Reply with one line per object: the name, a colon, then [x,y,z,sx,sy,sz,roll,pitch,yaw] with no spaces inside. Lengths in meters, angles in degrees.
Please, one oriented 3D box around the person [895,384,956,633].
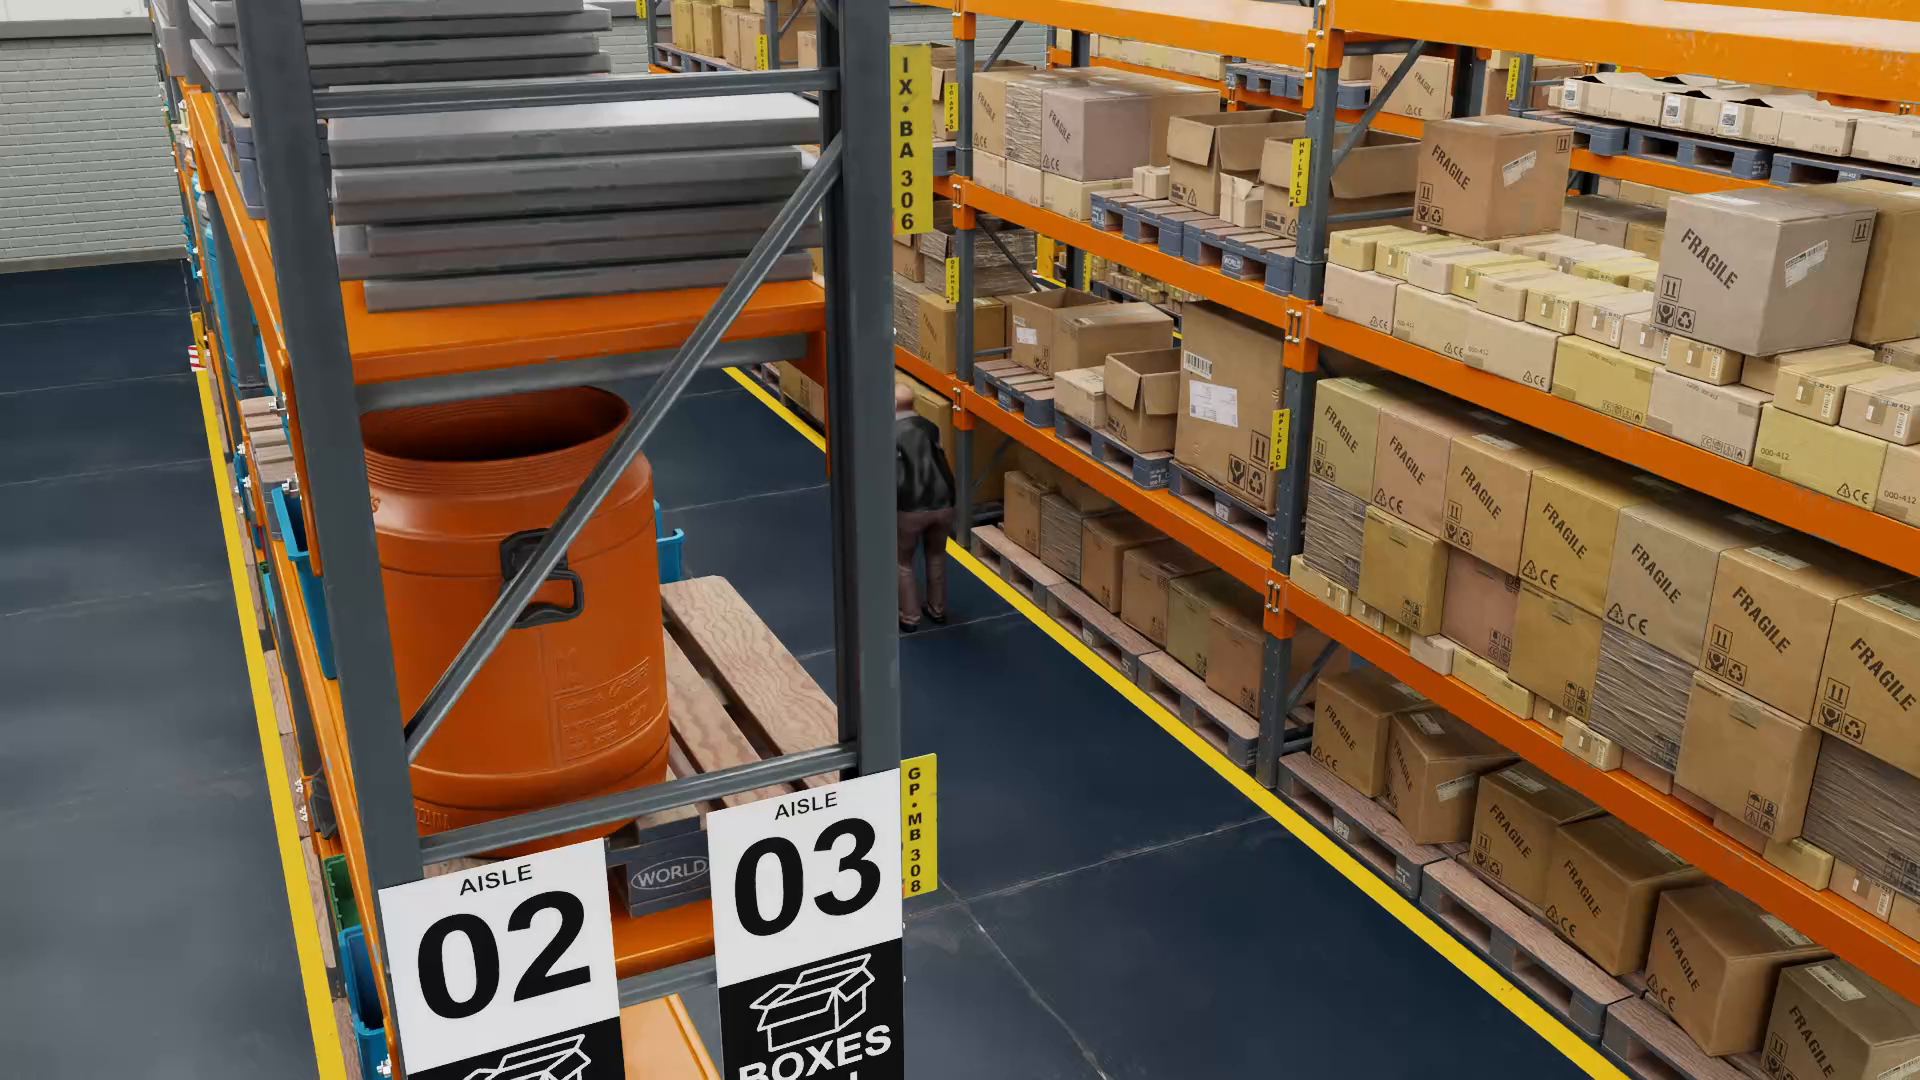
person: [-0.311,-0.212,11.263,0.471,1.640,0.612,-11,24,-25]
